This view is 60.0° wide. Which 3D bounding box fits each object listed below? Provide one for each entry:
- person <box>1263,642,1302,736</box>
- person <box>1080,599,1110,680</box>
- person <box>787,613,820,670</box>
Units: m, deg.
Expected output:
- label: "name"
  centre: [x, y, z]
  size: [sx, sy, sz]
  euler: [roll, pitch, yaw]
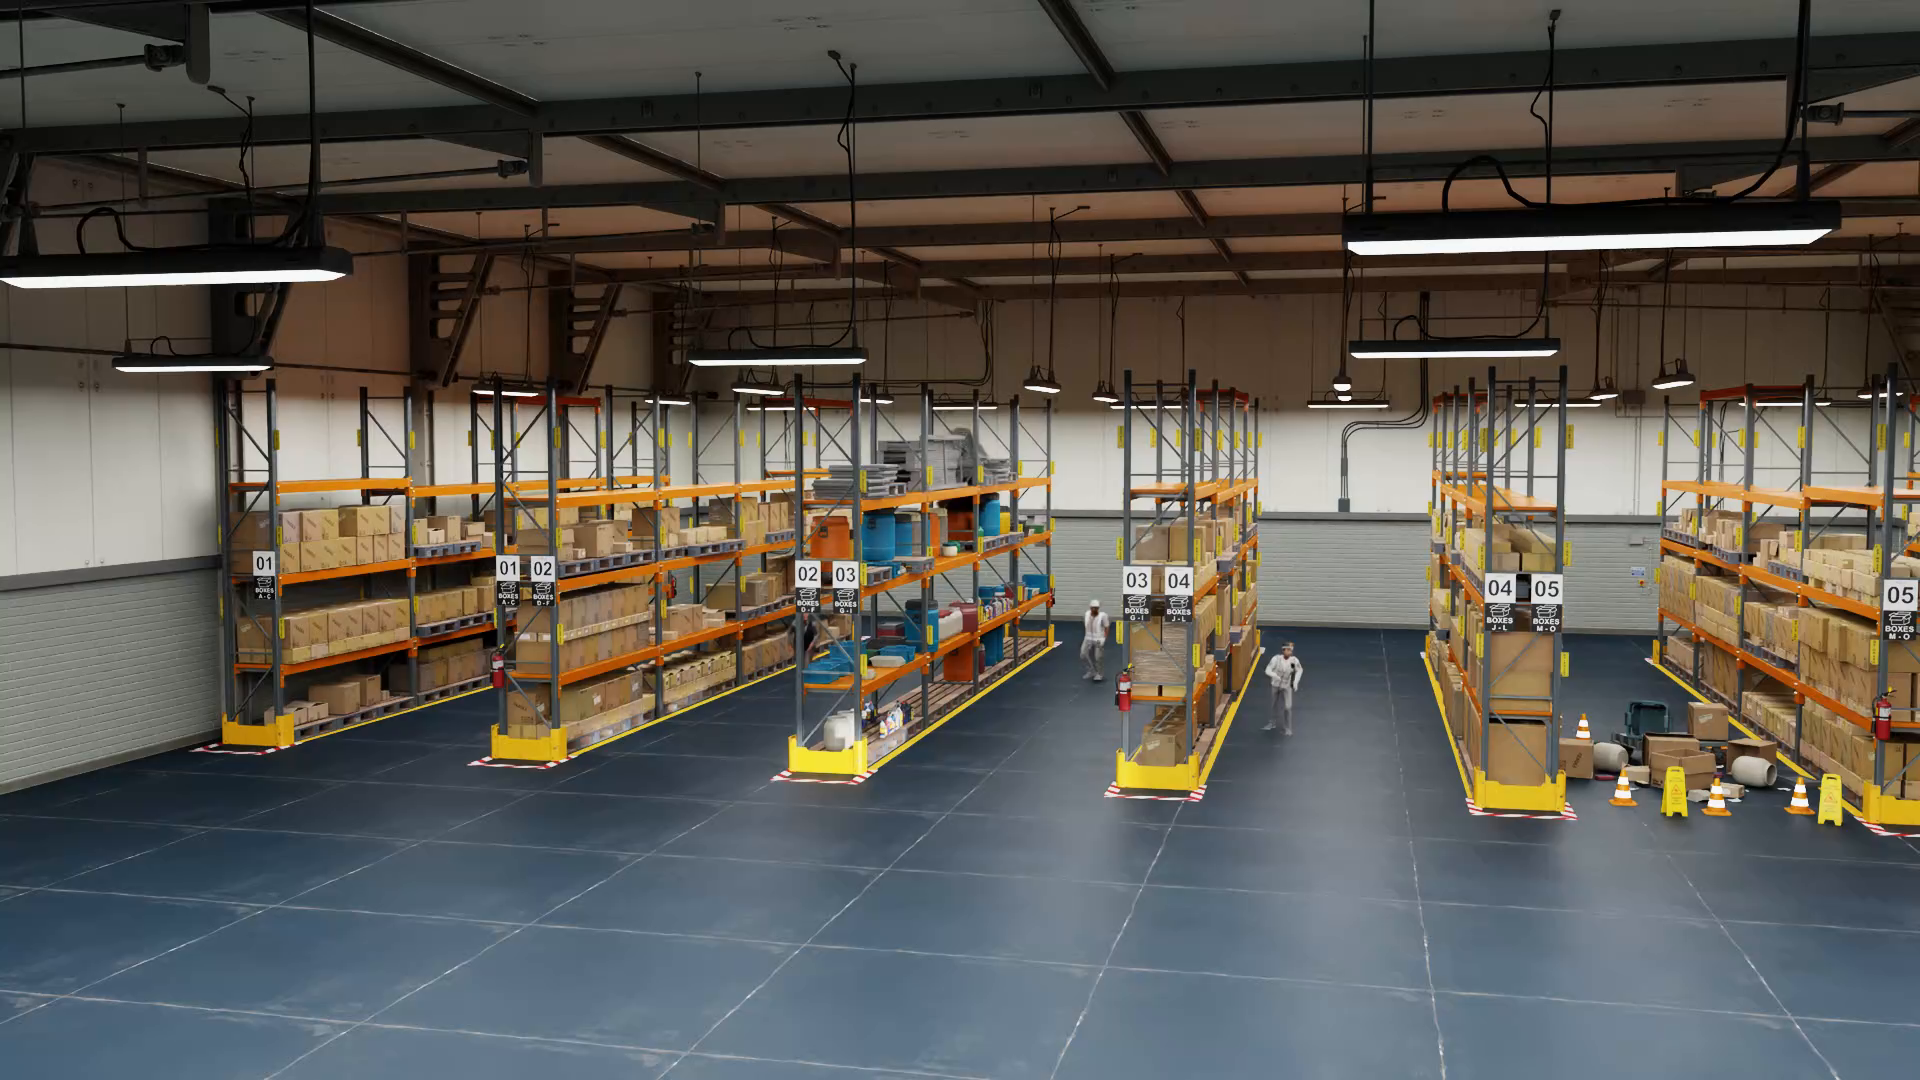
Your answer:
- label: "person"
  centre: [5.485, 2.521, 28.391]
  size: [0.667, 1.619, 0.811]
  euler: [1, 4, 18]
- label: "person"
  centre: [2.796, 2.066, 34.349]
  size: [0.679, 1.718, 0.729]
  euler: [2, 4, 27]
- label: "person"
  centre: [-3.118, 2.189, 33.184]
  size: [0.661, 1.661, 0.652]
  euler: [0, 3, -4]
